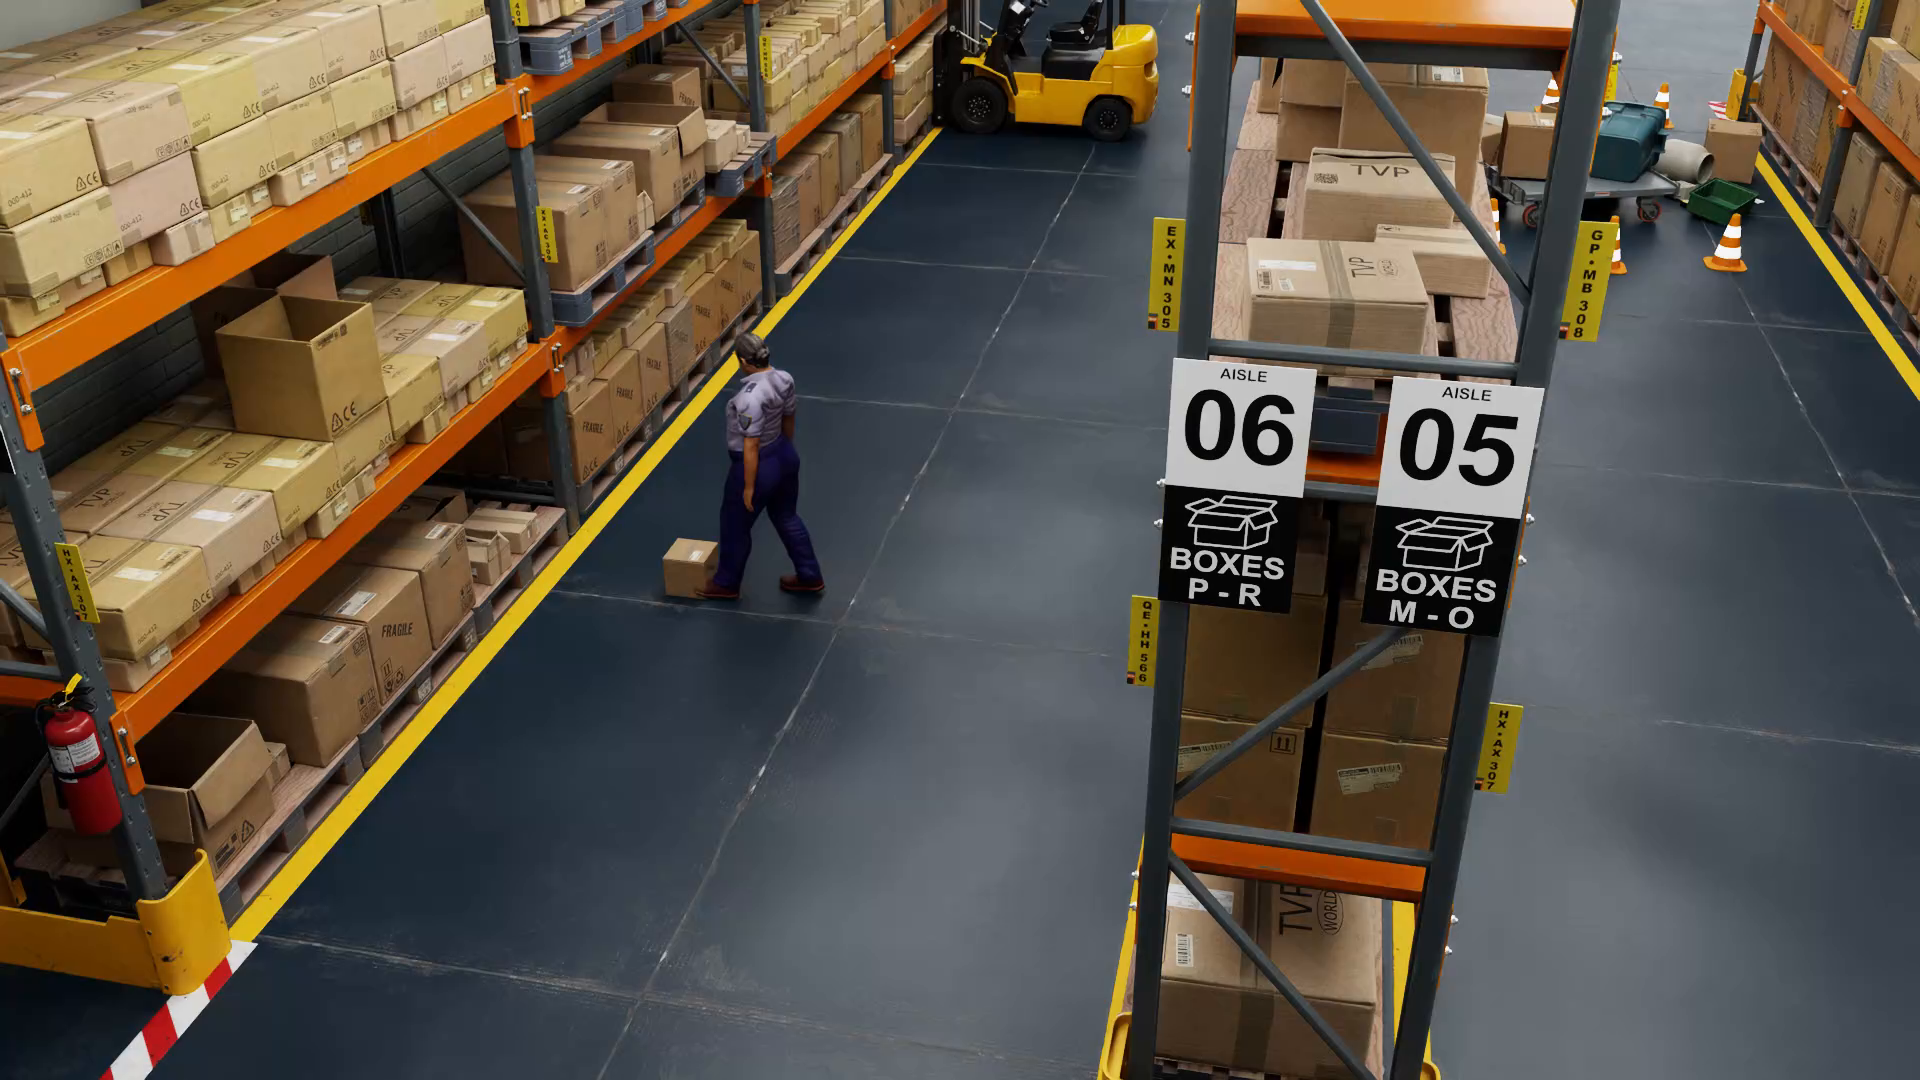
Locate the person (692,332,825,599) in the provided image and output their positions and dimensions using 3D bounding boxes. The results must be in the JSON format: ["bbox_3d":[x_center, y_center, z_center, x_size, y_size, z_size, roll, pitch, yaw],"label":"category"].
[{"bbox_3d":[-1.170,-0.413,9.359,0.730,1.615,0.518,12,31,21],"label":"person"}]
